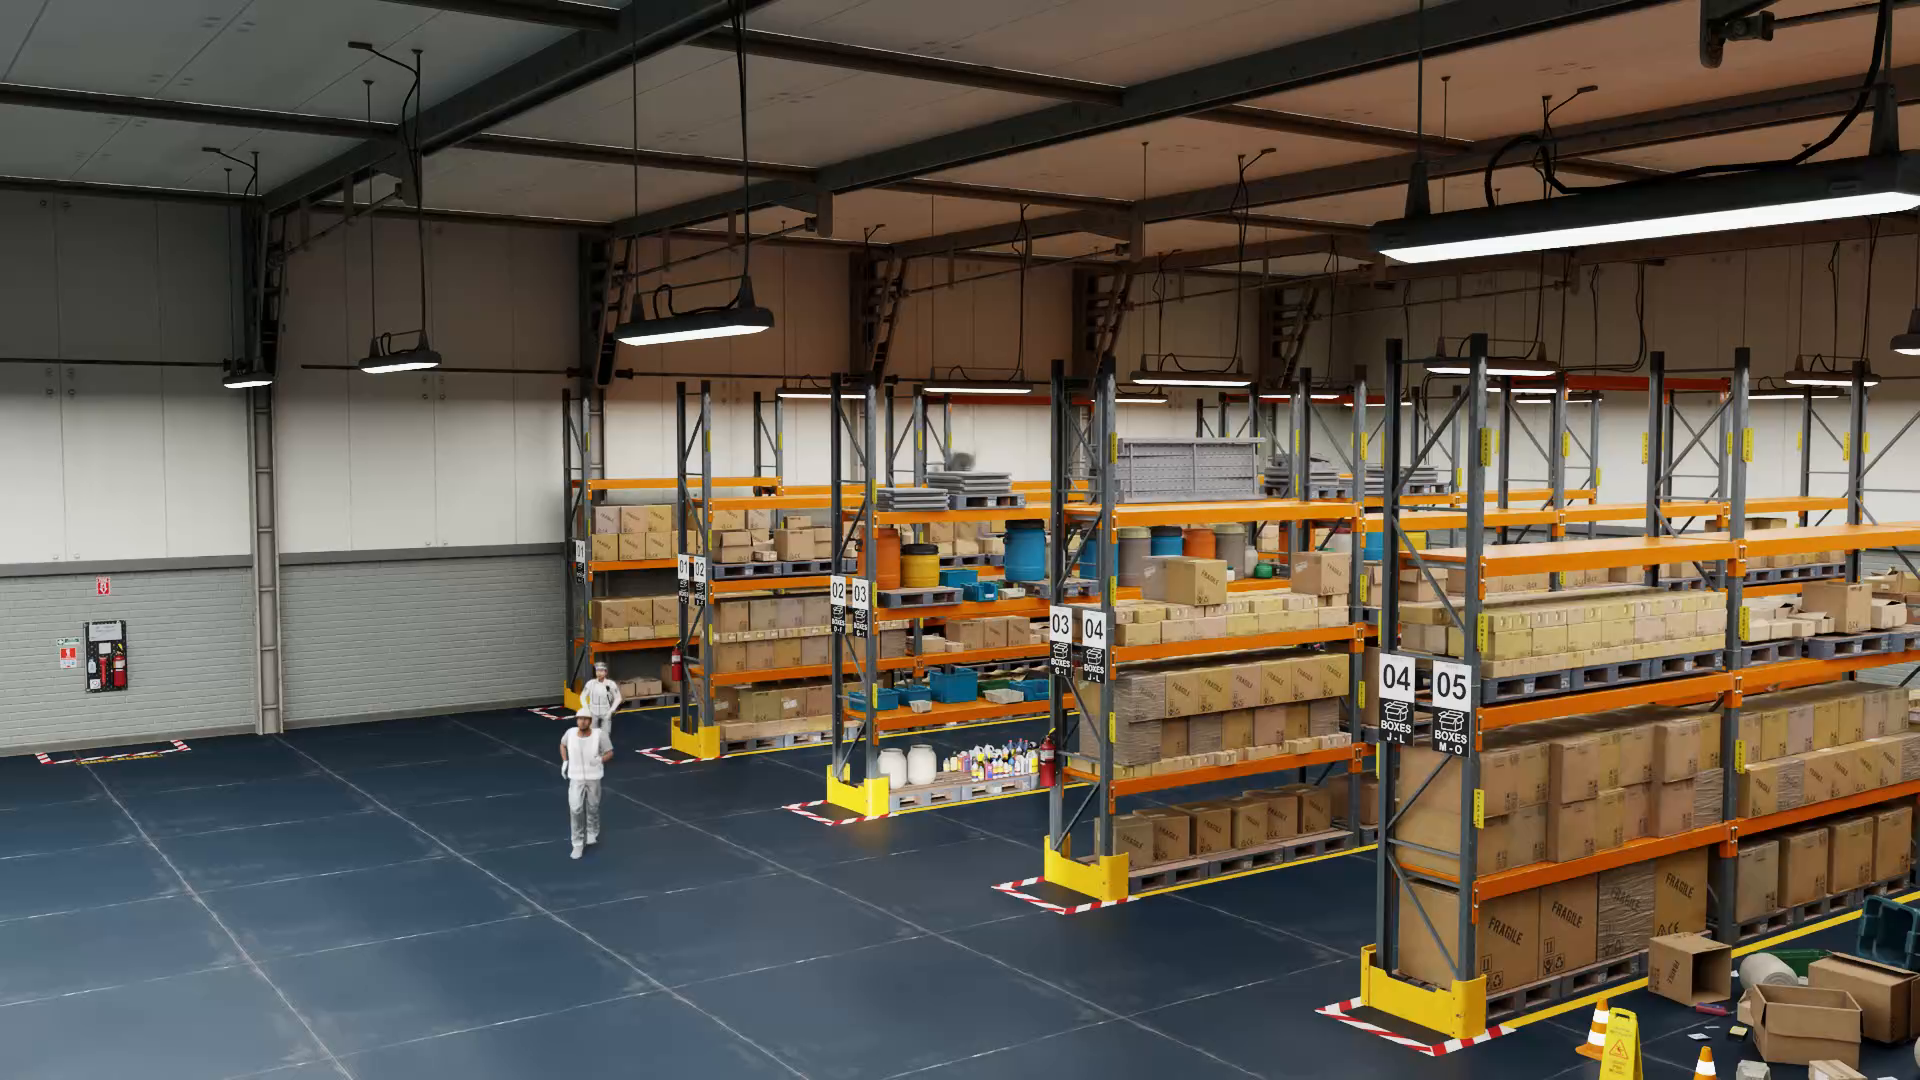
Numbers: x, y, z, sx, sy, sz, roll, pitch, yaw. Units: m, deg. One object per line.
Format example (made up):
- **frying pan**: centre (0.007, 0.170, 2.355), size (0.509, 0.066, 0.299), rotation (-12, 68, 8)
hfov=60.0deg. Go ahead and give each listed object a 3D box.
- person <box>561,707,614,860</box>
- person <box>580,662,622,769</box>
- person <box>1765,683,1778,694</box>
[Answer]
- **person**: centre (-4.592, 2.969, 20.473), size (0.661, 1.842, 0.796), rotation (-1, 4, -9)
- **person**: centre (-5.548, 2.700, 25.712), size (0.640, 1.677, 0.521), rotation (0, 4, -5)
- **person**: centre (11.509, 2.802, 23.649), size (0.941, 1.639, 0.578), rotation (-3, 5, -38)
